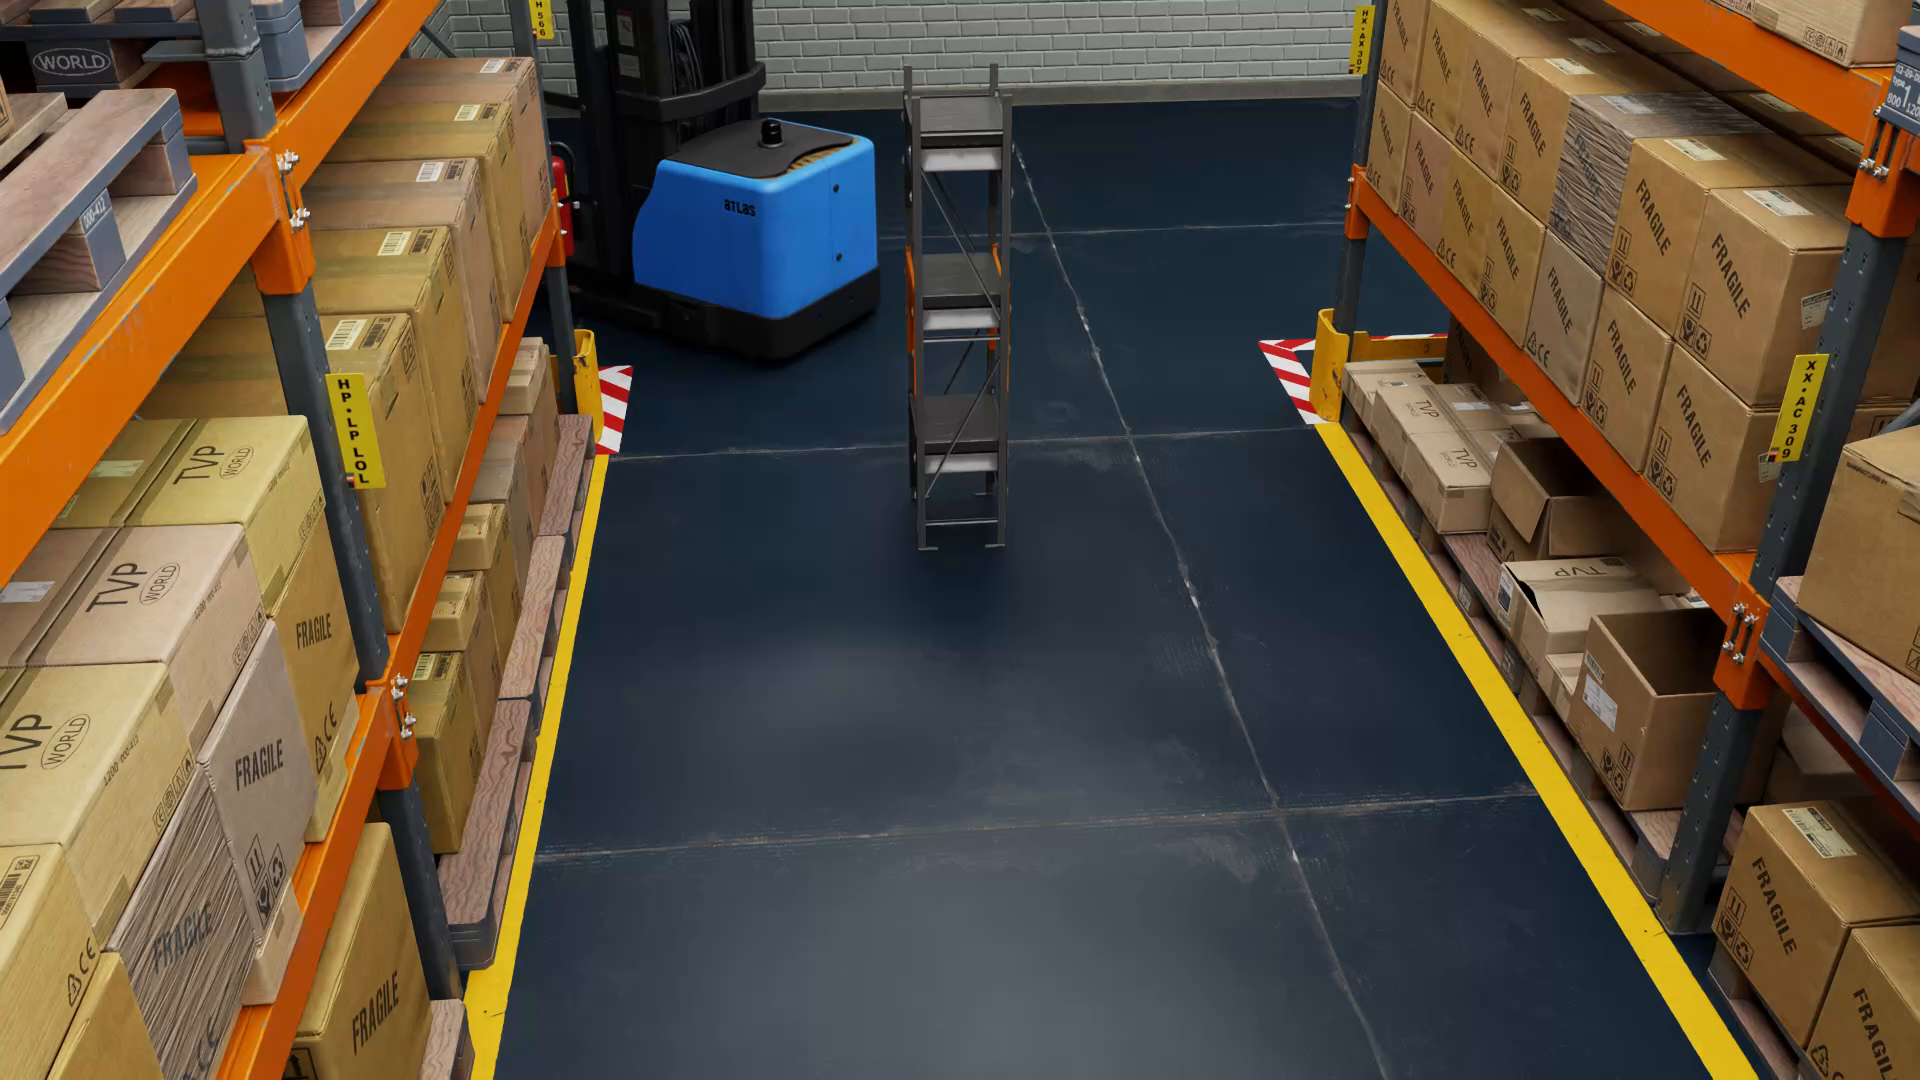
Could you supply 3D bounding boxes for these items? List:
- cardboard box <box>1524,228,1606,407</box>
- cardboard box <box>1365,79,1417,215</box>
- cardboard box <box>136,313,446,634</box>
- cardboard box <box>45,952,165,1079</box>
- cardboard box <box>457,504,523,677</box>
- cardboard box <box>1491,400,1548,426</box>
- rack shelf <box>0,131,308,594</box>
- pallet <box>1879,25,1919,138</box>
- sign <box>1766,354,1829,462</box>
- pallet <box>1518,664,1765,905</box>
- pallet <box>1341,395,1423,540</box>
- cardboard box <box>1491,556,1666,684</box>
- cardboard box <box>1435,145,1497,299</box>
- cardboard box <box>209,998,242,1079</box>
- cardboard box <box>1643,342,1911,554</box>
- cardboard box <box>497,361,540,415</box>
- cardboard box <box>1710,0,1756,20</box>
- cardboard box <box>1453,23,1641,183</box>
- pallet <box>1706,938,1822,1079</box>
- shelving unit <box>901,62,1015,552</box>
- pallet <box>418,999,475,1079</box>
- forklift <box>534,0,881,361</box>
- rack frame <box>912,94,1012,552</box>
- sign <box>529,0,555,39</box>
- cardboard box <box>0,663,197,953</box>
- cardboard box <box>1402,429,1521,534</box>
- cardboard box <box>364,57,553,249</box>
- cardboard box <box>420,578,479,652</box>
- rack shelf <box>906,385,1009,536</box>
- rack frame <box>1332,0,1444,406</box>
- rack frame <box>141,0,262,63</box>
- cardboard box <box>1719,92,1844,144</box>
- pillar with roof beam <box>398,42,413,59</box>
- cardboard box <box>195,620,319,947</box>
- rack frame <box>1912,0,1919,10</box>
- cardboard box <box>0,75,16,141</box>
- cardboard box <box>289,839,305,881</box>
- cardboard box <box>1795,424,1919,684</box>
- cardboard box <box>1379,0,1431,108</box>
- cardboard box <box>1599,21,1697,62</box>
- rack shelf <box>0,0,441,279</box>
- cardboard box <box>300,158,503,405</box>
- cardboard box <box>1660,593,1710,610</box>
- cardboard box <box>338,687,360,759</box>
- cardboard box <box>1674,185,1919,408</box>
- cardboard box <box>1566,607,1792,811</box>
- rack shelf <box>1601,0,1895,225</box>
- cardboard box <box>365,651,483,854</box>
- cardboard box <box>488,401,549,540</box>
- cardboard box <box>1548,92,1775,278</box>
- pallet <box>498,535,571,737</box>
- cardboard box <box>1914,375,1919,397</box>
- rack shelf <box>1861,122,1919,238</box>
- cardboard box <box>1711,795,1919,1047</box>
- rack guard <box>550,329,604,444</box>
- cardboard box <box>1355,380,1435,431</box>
[{"bbox_3d":[2.450,-0.831,6.118,0.500,0.500,0.500,-2,31,-3],"label":"cardboard box"},{"bbox_3d":[2.257,-1.866,7.851,0.500,0.500,0.500,-2,31,-4],"label":"cardboard box"},{"bbox_3d":[-2.114,-0.187,4.845,0.980,0.700,0.700,-2,31,-4],"label":"cardboard box"},{"bbox_3d":[-1.638,1.036,2.684,0.500,0.500,0.500,-2,31,-3],"label":"cardboard box"},{"bbox_3d":[-2.137,0.207,6.507,0.700,0.500,0.500,-2,31,-3],"label":"cardboard box"},{"bbox_3d":[2.722,-0.557,8.092,0.380,0.166,0.250,-3,31,-5],"label":"cardboard box"},{"bbox_3d":[-1.893,0.262,2.163,1.077,0.370,4.000,-3,31,-5],"label":"rack shelf"},{"bbox_3d":[2.843,-0.890,3.574,1.213,0.211,1.003,-3,31,-5],"label":"pallet"},{"bbox_3d":[2.312,-0.361,4.586,0.100,0.325,0.005,-3,31,-5],"label":"sign"},{"bbox_3d":[2.789,0.827,6.160,1.003,0.211,1.213,-3,31,-5],"label":"pallet"},{"bbox_3d":[2.561,-0.419,8.246,1.003,0.211,1.213,-3,31,-5],"label":"pallet"},{"bbox_3d":[2.446,0.286,6.540,0.500,0.311,0.500,-3,31,-5],"label":"cardboard box"},{"bbox_3d":[2.355,-1.346,6.981,0.500,0.500,0.500,-3,31,-5],"label":"cardboard box"},{"bbox_3d":[-1.700,1.000,3.376,0.380,0.149,0.250,-3,31,-5],"label":"cardboard box"},{"bbox_3d":[2.550,-0.306,5.239,0.500,0.500,0.500,-2,31,-4],"label":"cardboard box"},{"bbox_3d":[-2.070,-0.668,7.339,0.380,0.149,0.250,-2,31,-3],"label":"cardboard box"},{"bbox_3d":[2.506,-1.734,4.950,0.500,0.250,0.500,-3,31,-5],"label":"cardboard box"},{"bbox_3d":[2.355,-1.773,6.720,0.500,0.500,0.500,-2,31,-4],"label":"cardboard box"},{"bbox_3d":[2.966,1.591,4.881,1.003,0.211,1.213,-3,31,-5],"label":"pallet"},{"bbox_3d":[-0.015,-0.986,7.353,0.431,2.100,0.503,-3,31,-5],"label":"shelving unit"},{"bbox_3d":[-1.933,1.807,4.519,1.003,0.211,1.213,-3,31,-5],"label":"pallet"},{"bbox_3d":[-1.996,-2.832,9.632,3.031,2.935,1.130,18,35,27],"label":"forklift"},{"bbox_3d":[0.007,-0.861,7.144,0.400,2.100,0.015,-3,31,-5],"label":"rack frame"},{"bbox_3d":[-1.912,-2.440,7.550,0.100,0.325,0.005,-3,31,-5],"label":"sign"},{"bbox_3d":[-1.696,0.467,2.905,0.500,0.250,0.500,-2,31,-4],"label":"cardboard box"},{"bbox_3d":[2.340,-0.269,7.527,0.500,0.250,0.500,-3,31,-5],"label":"cardboard box"},{"bbox_3d":[-2.396,-1.692,7.364,0.980,0.700,0.700,-1,31,-2],"label":"cardboard box"},{"bbox_3d":[-1.898,0.264,5.779,0.380,0.149,0.250,-2,31,-3],"label":"cardboard box"},{"bbox_3d":[-0.015,-0.373,7.719,0.431,0.518,0.480,-3,31,-5],"label":"rack shelf"},{"bbox_3d":[2.478,-2.062,8.277,1.000,3.000,0.127,-3,31,-5],"label":"rack frame"},{"bbox_3d":[-2.080,-2.356,2.919,1.000,3.000,0.127,-3,31,-5],"label":"rack frame"},{"bbox_3d":[2.992,-1.272,5.881,0.500,0.500,0.500,-4,31,-6],"label":"cardboard box"},{"bbox_3d":[0.719,-5.941,8.922,9.100,9.000,0.400,-3,31,-5],"label":"pillar with roof beam"},{"bbox_3d":[-1.728,0.524,3.541,0.500,0.500,0.500,-3,31,-4],"label":"cardboard box"},{"bbox_3d":[2.852,-2.595,3.319,1.000,3.000,0.127,-3,31,-5],"label":"rack frame"},{"bbox_3d":[-2.107,-0.845,2.789,0.700,0.500,0.500,-4,31,-7],"label":"cardboard box"},{"bbox_3d":[-1.740,0.740,3.812,0.380,0.149,0.250,-2,31,-3],"label":"cardboard box"},{"bbox_3d":[2.673,0.010,4.302,0.700,0.500,0.500,-13,33,-21],"label":"cardboard box"},{"bbox_3d":[2.257,-2.295,7.594,0.500,0.500,0.500,-2,31,-3],"label":"cardboard box"},{"bbox_3d":[2.895,-1.798,6.762,0.500,0.500,0.500,-2,31,-3],"label":"cardboard box"},{"bbox_3d":[-2.267,-1.780,5.582,1.077,0.370,4.000,-3,31,-5],"label":"rack shelf"},{"bbox_3d":[-2.255,-0.931,6.091,0.980,0.700,0.700,-4,31,-7],"label":"cardboard box"},{"bbox_3d":[2.937,0.342,6.586,0.380,0.166,0.250,-3,31,-5],"label":"cardboard box"},{"bbox_3d":[-1.766,0.478,4.250,0.380,0.149,0.250,-2,31,-4],"label":"cardboard box"},{"bbox_3d":[2.547,-0.738,4.987,0.500,0.500,0.500,-3,31,-4],"label":"cardboard box"},{"bbox_3d":[2.516,0.587,5.850,0.500,0.500,0.500,-3,31,-5],"label":"cardboard box"},{"bbox_3d":[2.665,-2.020,5.983,1.077,0.370,4.000,-3,31,-5],"label":"rack shelf"},{"bbox_3d":[-2.048,0.726,5.638,0.700,0.500,0.500,-2,31,-4],"label":"cardboard box"},{"bbox_3d":[-2.242,-0.322,7.392,0.700,0.500,0.500,-3,31,-5],"label":"cardboard box"},{"bbox_3d":[2.449,-1.256,5.856,0.500,0.500,0.500,-3,31,-4],"label":"cardboard box"},{"bbox_3d":[-2.190,0.400,6.874,1.003,0.211,1.213,-3,31,-5],"label":"pallet"},{"bbox_3d":[3.088,-0.746,5.001,0.500,0.500,0.500,-2,31,-3],"label":"cardboard box"},{"bbox_3d":[3.039,0.023,2.564,1.077,0.370,4.000,-3,31,-5],"label":"rack shelf"},{"bbox_3d":[2.655,1.123,4.953,0.500,0.500,0.500,-4,31,-7],"label":"cardboard box"},{"bbox_3d":[-2.456,-0.762,8.538,1.175,0.500,0.348,-3,31,-5],"label":"rack guard"},{"bbox_3d":[2.199,-0.676,8.291,0.380,0.166,0.250,-3,31,-5],"label":"cardboard box"}]
